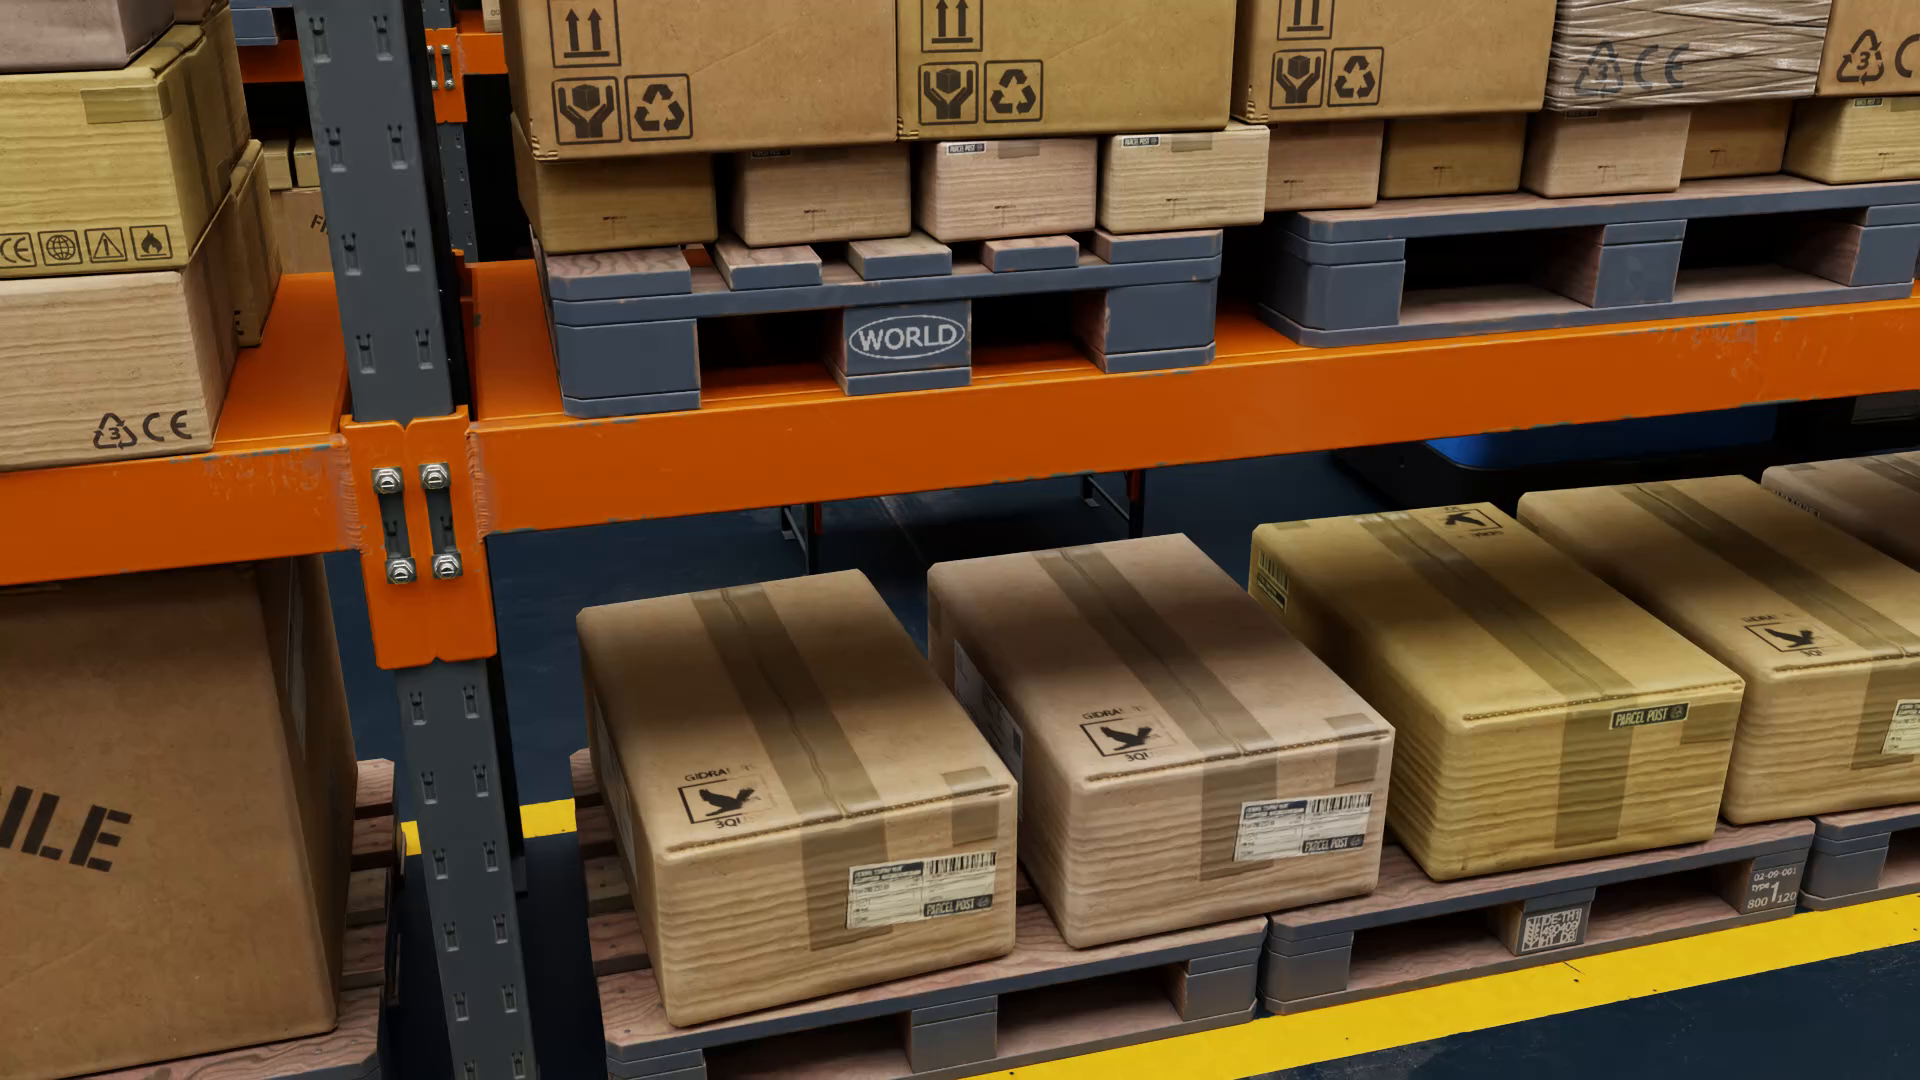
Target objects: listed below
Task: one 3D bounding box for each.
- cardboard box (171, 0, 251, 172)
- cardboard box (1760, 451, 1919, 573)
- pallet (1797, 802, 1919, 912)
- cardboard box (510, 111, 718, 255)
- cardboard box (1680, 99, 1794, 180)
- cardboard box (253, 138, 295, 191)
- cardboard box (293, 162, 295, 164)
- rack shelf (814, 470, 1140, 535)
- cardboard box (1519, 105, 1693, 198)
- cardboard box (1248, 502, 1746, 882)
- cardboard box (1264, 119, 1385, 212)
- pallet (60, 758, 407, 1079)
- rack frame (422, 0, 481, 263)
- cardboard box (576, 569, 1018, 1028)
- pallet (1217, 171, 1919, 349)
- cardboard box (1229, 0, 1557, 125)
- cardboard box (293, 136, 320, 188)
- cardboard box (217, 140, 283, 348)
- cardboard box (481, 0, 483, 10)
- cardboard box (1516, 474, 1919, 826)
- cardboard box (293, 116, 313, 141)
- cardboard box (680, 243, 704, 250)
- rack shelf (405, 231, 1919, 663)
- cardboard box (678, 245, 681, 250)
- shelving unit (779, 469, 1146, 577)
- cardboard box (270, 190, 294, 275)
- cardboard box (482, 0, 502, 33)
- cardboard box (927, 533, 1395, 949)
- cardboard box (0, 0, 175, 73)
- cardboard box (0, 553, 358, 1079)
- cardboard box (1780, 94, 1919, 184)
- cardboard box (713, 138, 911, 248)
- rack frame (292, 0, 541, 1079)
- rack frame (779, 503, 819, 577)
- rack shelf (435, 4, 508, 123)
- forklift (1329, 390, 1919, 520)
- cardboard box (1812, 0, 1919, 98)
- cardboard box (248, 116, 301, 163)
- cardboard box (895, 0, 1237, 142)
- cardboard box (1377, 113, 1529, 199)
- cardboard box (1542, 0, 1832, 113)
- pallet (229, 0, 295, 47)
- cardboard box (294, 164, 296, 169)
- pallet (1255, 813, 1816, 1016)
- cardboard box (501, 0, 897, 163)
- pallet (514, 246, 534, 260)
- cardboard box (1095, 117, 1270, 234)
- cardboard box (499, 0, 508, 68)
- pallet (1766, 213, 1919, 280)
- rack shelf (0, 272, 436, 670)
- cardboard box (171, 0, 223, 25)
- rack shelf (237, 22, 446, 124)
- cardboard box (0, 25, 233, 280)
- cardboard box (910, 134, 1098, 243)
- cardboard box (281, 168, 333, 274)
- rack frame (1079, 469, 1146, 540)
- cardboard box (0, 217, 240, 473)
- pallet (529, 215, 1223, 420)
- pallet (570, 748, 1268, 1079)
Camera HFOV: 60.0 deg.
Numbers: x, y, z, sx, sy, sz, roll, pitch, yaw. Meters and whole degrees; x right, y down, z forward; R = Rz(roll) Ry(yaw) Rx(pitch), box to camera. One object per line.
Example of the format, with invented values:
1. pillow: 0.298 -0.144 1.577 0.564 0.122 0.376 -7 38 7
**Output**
1. cardboard box: -1.450 -0.716 2.672 0.500 0.250 0.500 -6 24 -15
2. cardboard box: 2.452 0.130 3.944 0.625 0.372 0.950 -6 24 -14
3. pallet: 2.207 0.423 3.996 1.213 0.211 1.003 -6 24 -14
4. cardboard box: -0.532 -0.557 2.531 0.250 0.149 0.380 -8 24 -17
5. cardboard box: 1.267 -0.768 3.021 0.250 0.149 0.380 -7 24 -16
6. cardboard box: -2.901 -1.553 6.879 0.250 0.149 0.380 -8 24 -17
7. cardboard box: -3.199 -1.461 7.488 0.500 0.500 0.500 -6 24 -14
8. rack shelf: -0.007 -0.292 5.123 1.000 0.278 0.538 -6 24 -14
9. cardboard box: 1.037 -0.711 2.889 0.250 0.149 0.380 -6 24 -13
10. cardboard box: 1.091 0.282 3.588 0.625 0.372 0.950 -6 24 -13
11. cardboard box: 0.506 -0.663 2.777 0.250 0.149 0.380 -5 24 -11
12. pallet: -1.675 0.821 3.069 1.213 0.211 1.003 -6 24 -14
13. rack frame: -2.240 -2.400 7.039 0.127 3.000 1.000 -6 24 -14
14. cardboard box: -0.349 0.442 3.215 0.625 0.372 0.950 -8 24 -18
15. pallet: 0.999 -0.654 3.213 1.213 0.211 1.003 -6 24 -14
16. cardboard box: 0.610 -0.969 2.667 0.500 0.500 0.500 -6 24 -13
17. cardboard box: -2.647 -1.593 6.974 0.250 0.149 0.380 -8 24 -17
18. cardboard box: -1.435 -0.490 2.779 0.500 0.250 0.500 -7 24 -15
19. cardboard box: -1.876 -2.476 7.406 0.500 0.250 0.500 -7 24 -15
20. cardboard box: 1.760 0.207 3.762 0.625 0.372 0.950 -5 24 -11
21. cardboard box: -2.826 -1.805 7.467 0.250 0.149 0.380 -5 24 -12
22. cardboard box: -1.009 -1.635 7.736 0.625 0.625 0.875 -6 24 -13
23. rack shelf: 1.030 -0.398 3.286 4.000 0.370 1.077 -6 24 -14
24. cardboard box: -1.636 -1.563 7.567 0.625 0.625 0.875 -6 24 -13
25. shelving unit: -0.007 -0.516 5.027 1.048 1.125 0.538 -6 24 -14
26. cardboard box: -3.074 -1.268 7.039 0.500 0.500 0.500 -7 24 -15
27. cardboard box: -1.747 -2.285 6.962 0.500 0.250 0.500 -6 24 -14
28. cardboard box: 0.360 0.361 3.405 0.625 0.372 0.950 -7 24 -15
29. cardboard box: -1.323 -0.867 2.071 0.500 0.500 0.500 -7 24 -16
30. cardboard box: -1.583 0.310 2.886 0.875 0.875 0.875 -7 24 -15
31. cardboard box: 1.549 -0.757 2.995 0.250 0.149 0.380 -6 24 -14
32. cardboard box: -0.251 -0.575 2.571 0.250 0.149 0.380 -8 24 -18
33. rack frame: -0.895 -0.516 2.648 0.127 3.000 1.000 -6 24 -14
34. rack frame: -0.496 -0.462 4.900 0.032 1.125 0.500 -6 24 -14
35. rack shelf: -0.314 -2.282 7.677 4.000 0.370 1.077 -6 24 -14
36. forklift: 2.840 -1.604 5.272 3.031 2.935 1.130 -6 24 -13
37. cardboard box: 1.597 -1.075 2.915 0.500 0.500 0.500 -5 24 -13
38. cardboard box: -3.089 -1.787 7.425 0.250 0.149 0.380 -6 24 -13
39. cardboard box: 0.100 -0.910 2.529 0.500 0.500 0.500 -5 24 -12
40. cardboard box: 0.768 -0.708 2.882 0.250 0.149 0.380 -5 24 -12
41. cardboard box: 1.093 -1.019 2.784 0.500 0.500 0.500 -7 24 -16
42. pallet: -2.874 -2.213 6.846 1.003 0.211 1.213 -6 24 -14
43. cardboard box: -2.721 -1.506 7.592 0.500 0.500 0.500 -5 24 -12
44. pallet: 1.030 0.554 3.690 1.213 0.211 1.003 -6 24 -14
45. cardboard box: -0.400 -0.851 2.394 0.500 0.500 0.500 -7 24 -16
46. pallet: -1.437 -1.191 7.759 1.213 0.211 1.003 -6 24 -14
47. cardboard box: 0.295 -0.608 2.648 0.250 0.149 0.380 -6 24 -14
48. cardboard box: -0.533 -1.045 2.846 0.500 0.500 0.500 -7 24 -16
49. pallet: 2.181 -0.828 3.618 1.213 0.211 1.003 -6 24 -14
50. rack shelf: -2.821 0.028 2.293 4.000 0.370 1.077 -6 24 -14
51. cardboard box: -1.436 -1.062 2.525 0.500 0.500 0.500 -7 24 -16
52. rack shelf: -4.166 -1.856 6.684 4.000 0.370 1.077 -6 24 -14
53. cardboard box: -1.293 -0.529 2.234 0.500 0.250 0.500 -6 24 -15
54. cardboard box: 0.025 -0.586 2.598 0.250 0.149 0.380 -8 24 -18
55. cardboard box: -2.589 -1.317 7.154 0.500 0.500 0.500 -6 24 -13
56. rack frame: 0.483 -0.570 5.153 0.032 1.125 0.500 -6 24 -14
57. cardboard box: -1.312 -0.294 2.322 0.500 0.250 0.500 -7 24 -16
58. pallet: -0.238 -0.544 2.957 1.003 0.211 1.213 -6 24 -14
59. pallet: -0.143 0.683 3.391 1.213 0.211 1.003 -6 24 -14
